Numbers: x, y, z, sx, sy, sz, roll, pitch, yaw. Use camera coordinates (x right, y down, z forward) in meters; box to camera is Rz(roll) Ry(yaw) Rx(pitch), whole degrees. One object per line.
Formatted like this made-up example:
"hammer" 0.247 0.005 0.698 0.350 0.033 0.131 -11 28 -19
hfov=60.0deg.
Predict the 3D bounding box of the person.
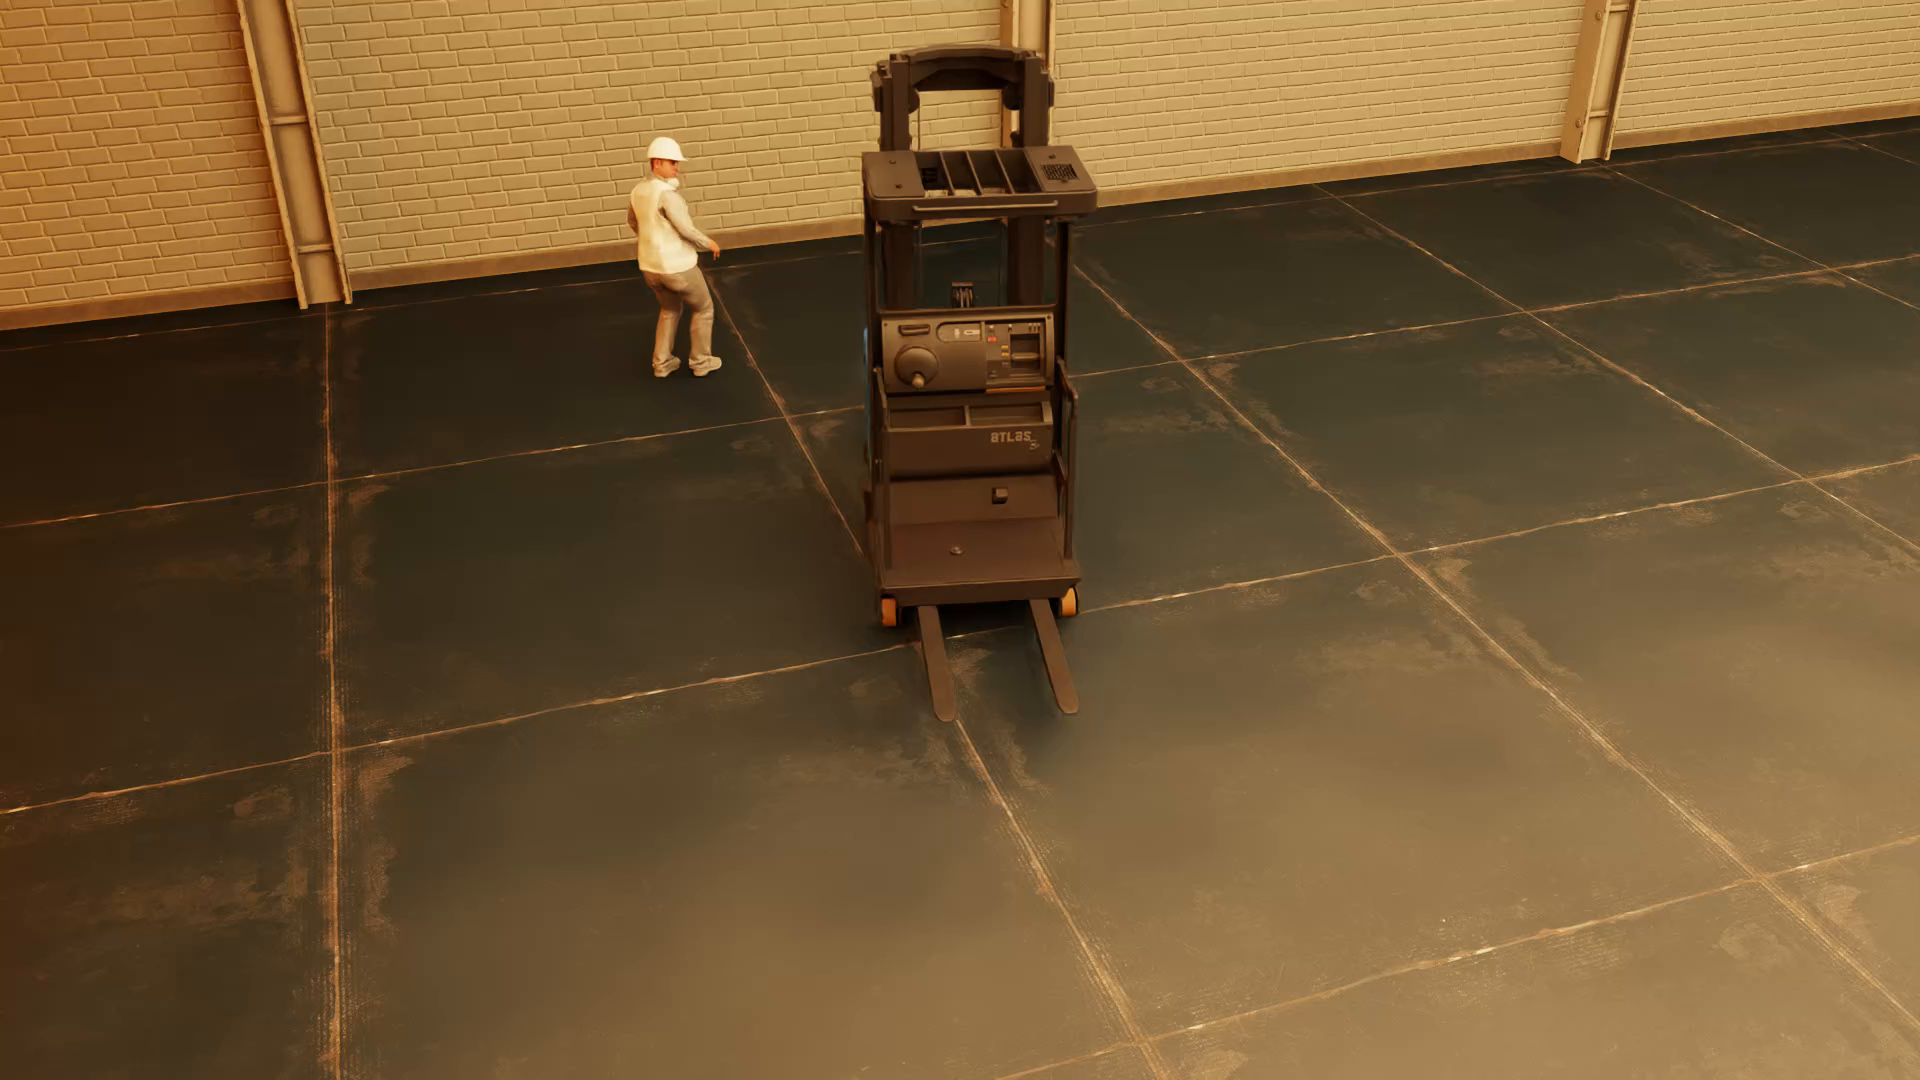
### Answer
"person" -2.035 -1.982 11.764 0.745 1.727 0.522 21 36 32

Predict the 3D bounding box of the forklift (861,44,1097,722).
"forklift" 0.071 -0.968 8.769 1.130 2.935 3.031 -3 30 -5
